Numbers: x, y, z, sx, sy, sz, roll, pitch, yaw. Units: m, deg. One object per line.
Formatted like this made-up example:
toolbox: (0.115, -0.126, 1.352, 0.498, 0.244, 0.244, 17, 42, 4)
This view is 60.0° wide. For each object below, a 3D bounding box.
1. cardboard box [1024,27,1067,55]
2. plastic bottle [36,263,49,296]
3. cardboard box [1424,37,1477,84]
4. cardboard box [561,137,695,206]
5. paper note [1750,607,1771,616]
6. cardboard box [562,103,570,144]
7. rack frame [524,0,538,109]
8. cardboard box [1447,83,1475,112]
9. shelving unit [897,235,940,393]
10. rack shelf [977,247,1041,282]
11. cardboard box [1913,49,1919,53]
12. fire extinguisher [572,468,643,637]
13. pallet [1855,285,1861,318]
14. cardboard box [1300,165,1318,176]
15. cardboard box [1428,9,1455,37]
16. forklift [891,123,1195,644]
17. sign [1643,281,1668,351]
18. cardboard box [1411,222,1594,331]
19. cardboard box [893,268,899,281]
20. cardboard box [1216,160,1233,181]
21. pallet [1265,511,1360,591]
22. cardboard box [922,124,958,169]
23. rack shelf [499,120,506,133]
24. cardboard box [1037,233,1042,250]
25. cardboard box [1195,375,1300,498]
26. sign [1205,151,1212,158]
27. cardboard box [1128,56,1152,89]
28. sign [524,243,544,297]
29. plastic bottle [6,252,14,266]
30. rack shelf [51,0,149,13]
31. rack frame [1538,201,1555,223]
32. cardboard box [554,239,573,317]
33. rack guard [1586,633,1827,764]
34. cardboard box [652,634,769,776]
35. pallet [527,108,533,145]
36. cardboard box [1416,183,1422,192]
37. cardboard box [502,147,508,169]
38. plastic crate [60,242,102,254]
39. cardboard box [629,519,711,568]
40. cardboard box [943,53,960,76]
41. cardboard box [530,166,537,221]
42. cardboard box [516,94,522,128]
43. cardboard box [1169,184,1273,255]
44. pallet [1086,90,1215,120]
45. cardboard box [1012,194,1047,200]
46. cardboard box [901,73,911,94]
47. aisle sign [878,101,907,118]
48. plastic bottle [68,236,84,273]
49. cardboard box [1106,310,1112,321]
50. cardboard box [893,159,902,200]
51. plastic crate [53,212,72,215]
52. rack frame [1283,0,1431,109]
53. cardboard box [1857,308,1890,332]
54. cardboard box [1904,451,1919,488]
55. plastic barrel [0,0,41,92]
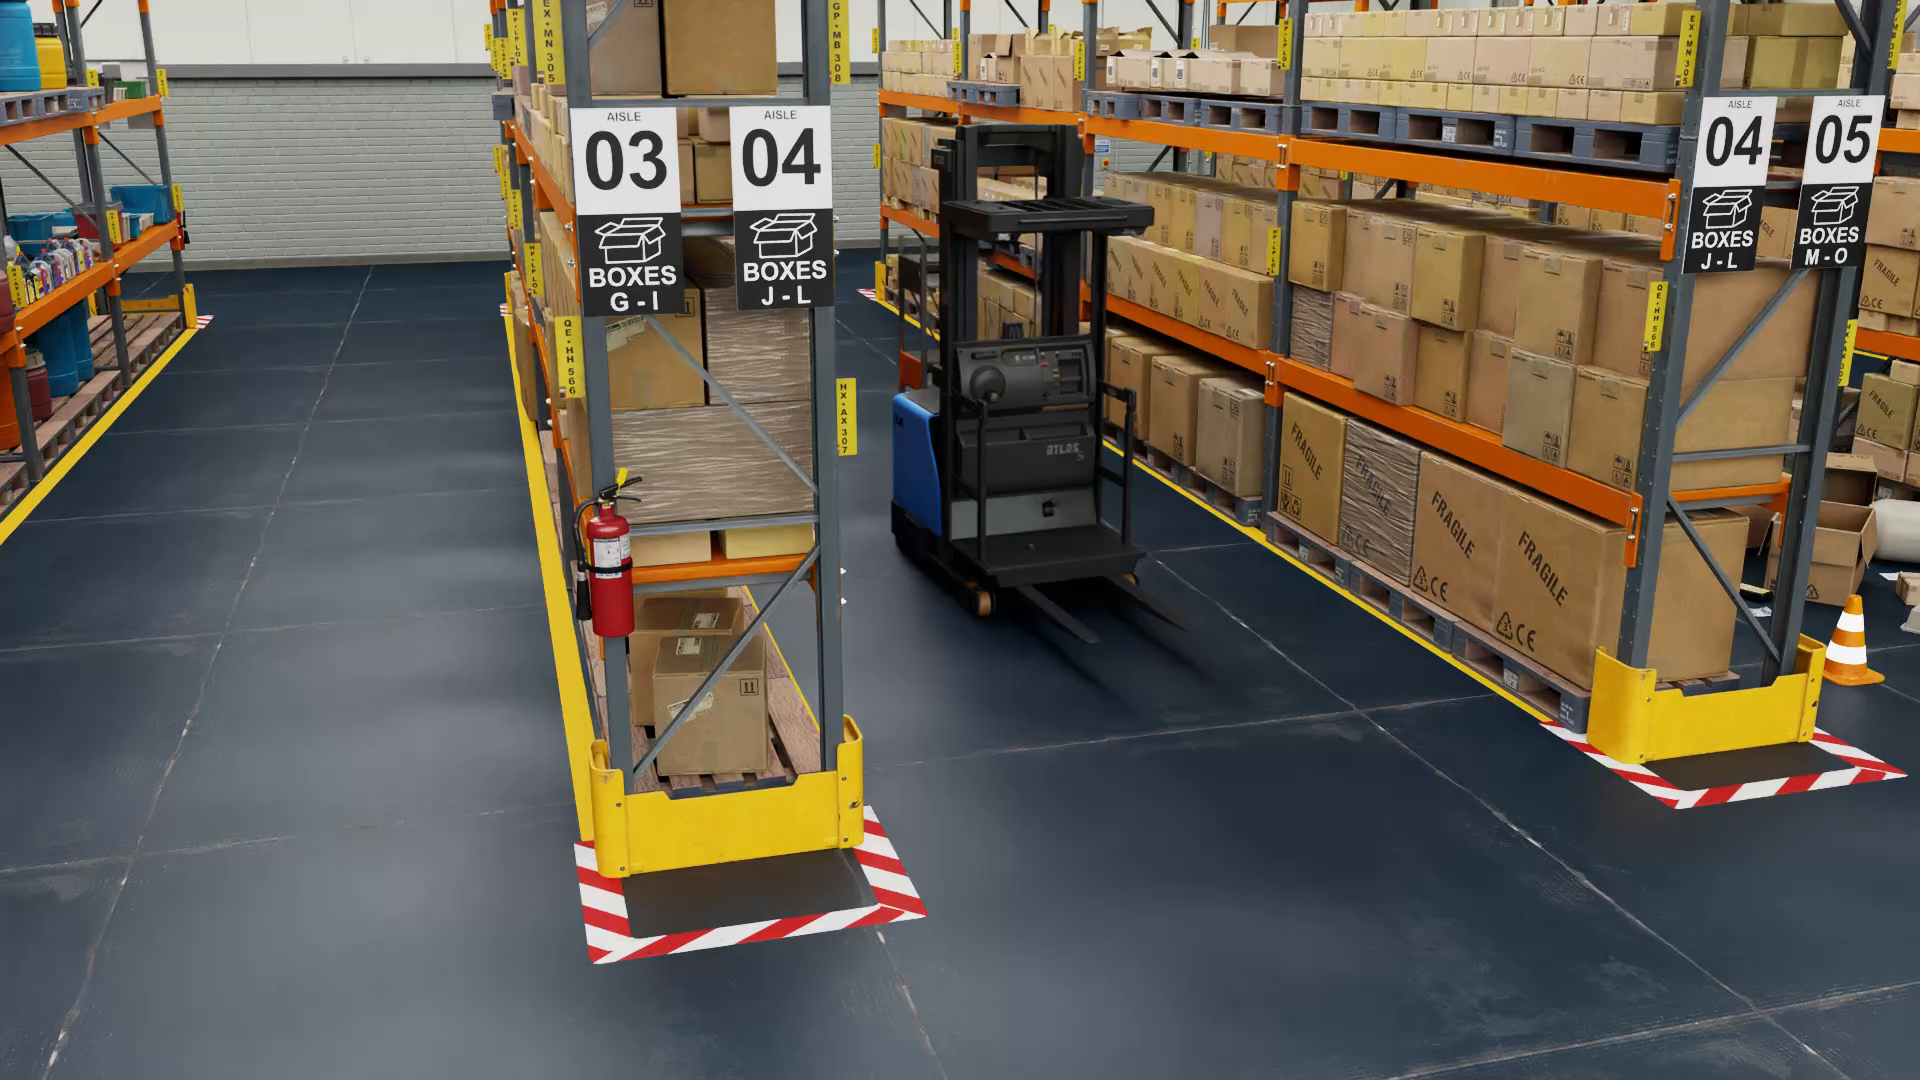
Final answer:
cardboard box: (0.860, -4.929, 16.429, 0.396, 0.266, 0.258, -5, 17, -15)
plastic bottle: (-8.047, -2.289, 14.562, 0.061, 0.283, 0.133, -5, 17, -15)
cardboard box: (2.978, -2.706, 9.372, 0.500, 0.250, 0.500, -5, 17, -15)
cardboard box: (-1.381, -1.534, 6.890, 0.500, 0.250, 0.500, -4, 17, -14)
paper note: (5.006, 0.447, 10.415, 0.144, 0.017, 0.142, 1, 17, 4)
cardboard box: (-1.380, -1.663, 6.629, 0.380, 0.149, 0.250, -5, 17, -15)
rack frame: (-2.103, -4.035, 9.743, 1.000, 3.000, 0.127, -5, 17, -15)
cardboard box: (2.957, -2.472, 9.287, 0.380, 0.149, 0.250, -4, 17, -15)
shelving unit: (-0.167, -1.134, 12.078, 0.431, 2.100, 0.503, -6, 18, -20)
rack shelf: (1.045, -2.841, 17.447, 1.077, 0.370, 4.000, -5, 17, -15)
cardboard box: (10.626, -5.366, 18.438, 0.380, 0.149, 0.250, -5, 18, -17)
fire extinguisher: (-1.416, 0.050, 6.707, 0.296, 0.674, 0.183, -5, 17, -15)
pallet: (7.355, -2.076, 13.984, 1.003, 0.211, 1.213, -5, 17, -15)
cardboard box: (4.700, -4.935, 21.254, 0.500, 0.500, 0.500, -5, 17, -16)
cardboard box: (2.885, -2.925, 9.408, 0.380, 0.149, 0.250, -5, 17, -16)
forklift: (0.502, -1.059, 10.384, 1.130, 2.935, 3.031, -6, 18, -20)
sign: (3.267, -1.049, 7.804, 0.100, 0.325, 0.005, -5, 17, -15)
cardboard box: (3.194, -1.561, 9.798, 0.875, 0.550, 0.500, -5, 17, -15)
cardboard box: (-0.686, -3.578, 22.359, 0.380, 0.149, 0.250, -5, 17, -16)
cardboard box: (3.983, -5.157, 23.733, 0.500, 0.500, 0.500, -5, 17, -16)
pallet: (2.827, 0.026, 11.499, 1.003, 0.211, 1.213, -5, 17, -15)
cardboard box: (-0.169, -4.802, 20.296, 0.500, 0.500, 0.500, -4, 17, -14)
rack shelf: (-4.851, -5.020, 19.487, 1.077, 0.370, 4.000, -5, 17, -15)
cardboard box: (0.950, -2.882, 16.040, 0.380, 0.149, 0.250, -5, 17, -15)
cardboard box: (2.436, -0.814, 12.630, 1.050, 0.750, 0.750, -5, 17, -16)
sign: (3.592, -5.675, 23.988, 0.100, 0.325, 0.005, -5, 17, -15)
cardboard box: (1.719, -3.890, 13.831, 0.500, 0.250, 0.500, -4, 17, -14)
sign: (-2.636, -1.672, 10.290, 0.100, 0.325, 0.005, -5, 17, -15)
plastic bottle: (-9.088, -2.644, 15.884, 0.097, 0.201, 0.097, 0, 17, 0)
rack shelf: (-9.614, -5.874, 17.809, 1.077, 0.370, 4.000, -5, 17, -15)
rack frame: (6.326, -3.052, 16.898, 1.000, 3.000, 0.127, -5, 17, -15)
cardboard box: (-1.800, -1.273, 8.546, 0.500, 0.500, 0.500, -5, 17, -15)
rack guard: (3.799, 0.784, 8.473, 1.175, 0.500, 0.348, -5, 17, -15)
cardboard box: (-1.160, 0.766, 7.801, 0.500, 0.500, 0.500, -1, 17, -5)
pallet: (-2.171, -2.688, 10.798, 1.213, 0.211, 1.003, -5, 17, -15)
cardboard box: (5.373, -4.263, 19.018, 0.500, 0.500, 0.500, -5, 17, -17)
cardboard box: (-5.243, -4.476, 20.078, 0.500, 0.500, 0.500, -5, 17, -17)
plastic crate: (-9.055, -3.026, 17.165, 0.396, 0.136, 0.243, -5, 17, -15)
cardboard box: (-1.281, 0.002, 7.167, 0.380, 0.149, 0.250, -5, 17, -15)
cardboard box: (0.124, -5.451, 19.062, 0.500, 0.250, 0.500, -6, 18, -18)
cardboard box: (-3.755, -3.366, 16.025, 0.797, 0.503, 0.637, -4, 17, -13)
cardboard box: (-3.178, -3.341, 12.907, 0.500, 0.250, 0.500, -4, 17, -14)
cardboard box: (2.132, -2.611, 13.520, 0.700, 0.500, 0.500, -5, 17, -16)
pallet: (1.822, -3.805, 14.519, 1.213, 0.211, 1.003, -4, 17, -13)
cardboard box: (0.742, -3.380, 16.664, 0.380, 0.149, 0.250, -5, 17, -15)
cardboard box: (-0.432, -5.778, 21.021, 0.500, 0.250, 0.500, -5, 18, -17)
aisle sign: (-0.913, -6.087, 22.483, 0.394, 0.787, 0.004, -5, 17, -15)
plastic bottle: (-8.497, -2.731, 15.916, 0.144, 0.351, 0.185, -5, 17, -15)
cardboard box: (1.154, -2.164, 16.254, 0.500, 0.250, 0.500, -5, 17, -17)
cardboard box: (-0.575, -4.744, 21.839, 0.500, 0.500, 0.500, -5, 17, -15)
plastic crate: (-10.050, -3.580, 18.842, 0.416, 0.233, 0.300, -5, 17, -15)
rack frame: (2.693, -4.399, 10.955, 1.000, 3.000, 0.127, -5, 17, -15)
cardboard box: (7.203, -1.713, 12.876, 0.380, 0.149, 0.250, -5, 17, -16)
cardboard box: (7.485, -0.498, 12.447, 0.500, 0.250, 0.500, -4, 17, -12)
plastic barrel: (-8.448, -4.401, 14.574, 0.600, 0.901, 0.708, -5, 17, -15)
